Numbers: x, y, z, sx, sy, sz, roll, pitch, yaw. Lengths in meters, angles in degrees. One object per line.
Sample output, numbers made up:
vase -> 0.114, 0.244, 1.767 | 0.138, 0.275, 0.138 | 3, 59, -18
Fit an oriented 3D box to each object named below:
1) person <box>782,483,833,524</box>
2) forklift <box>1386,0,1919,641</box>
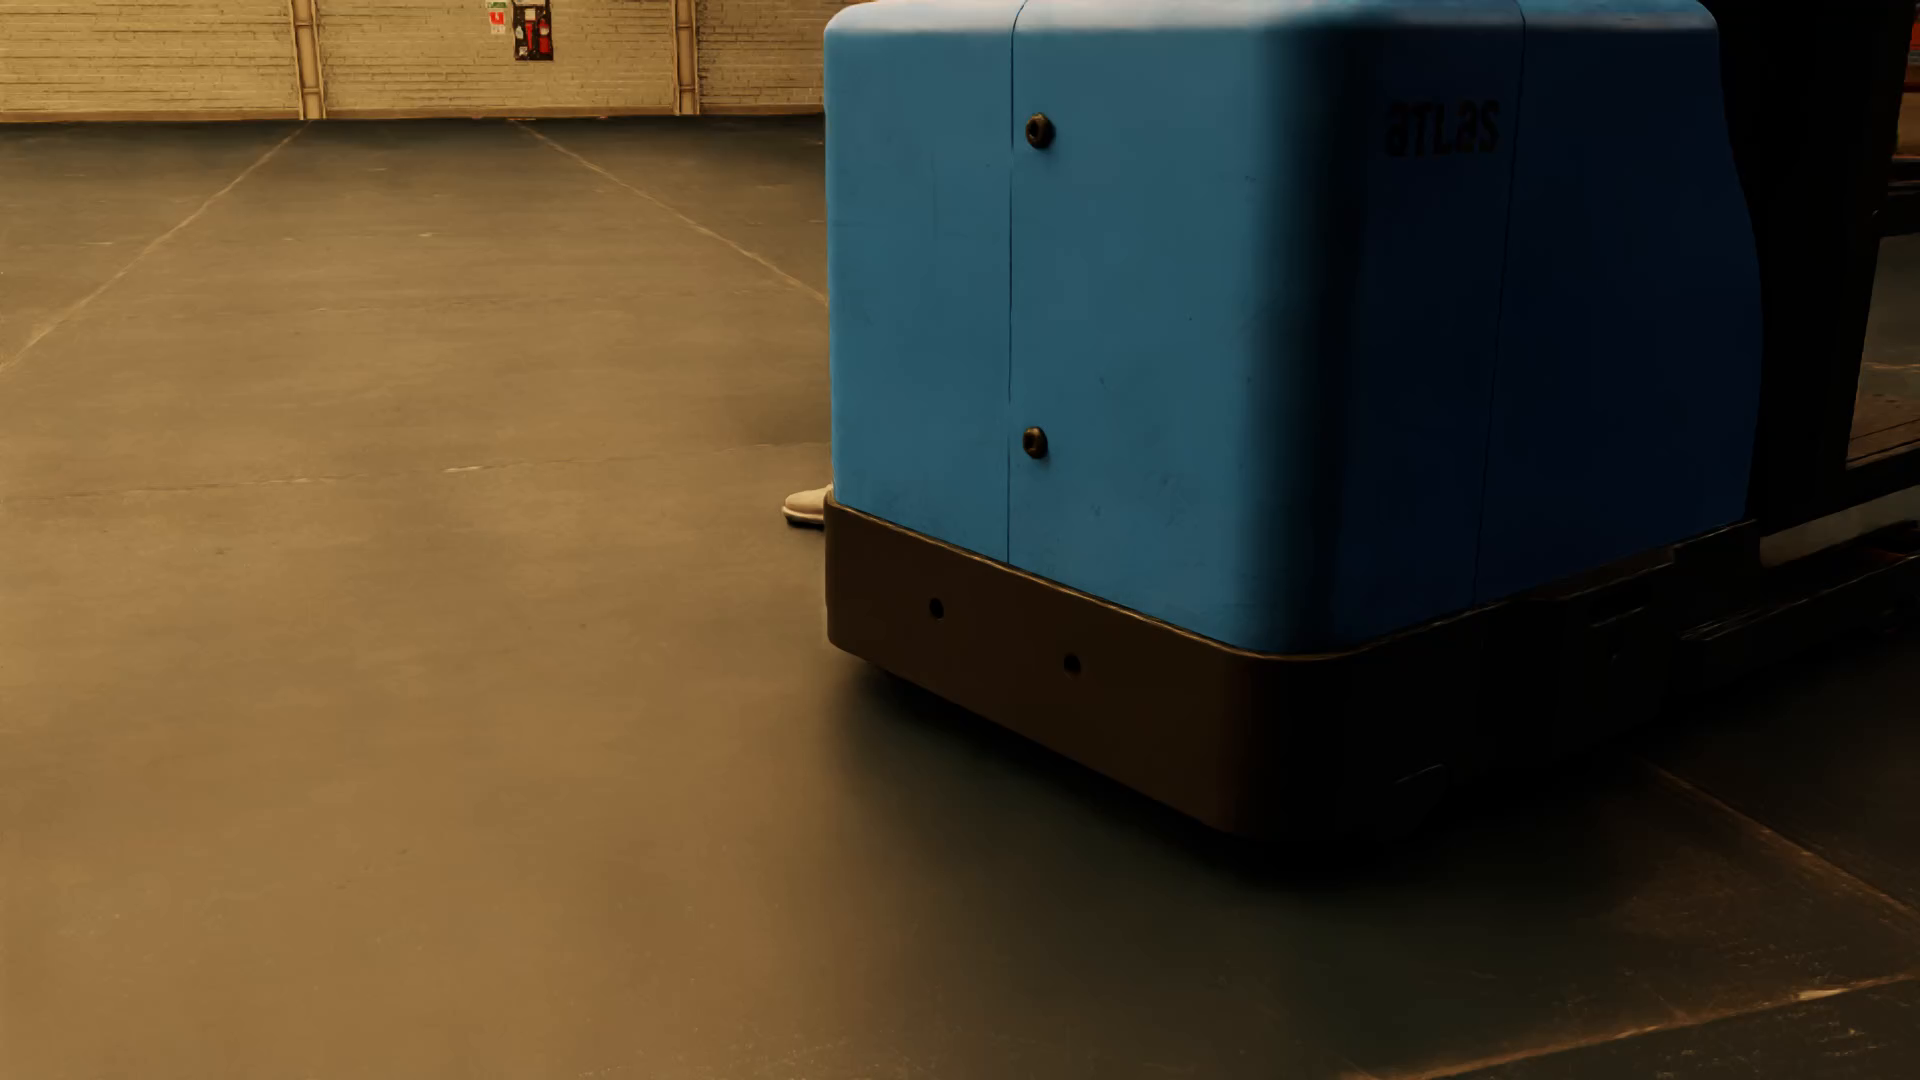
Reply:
person -> -0.066, -0.817, 3.313 | 0.535, 1.695, 0.586 | -5, 17, -17
forklift -> 1.255, -1.331, 2.894 | 3.031, 2.935, 1.121 | -12, 20, -36
